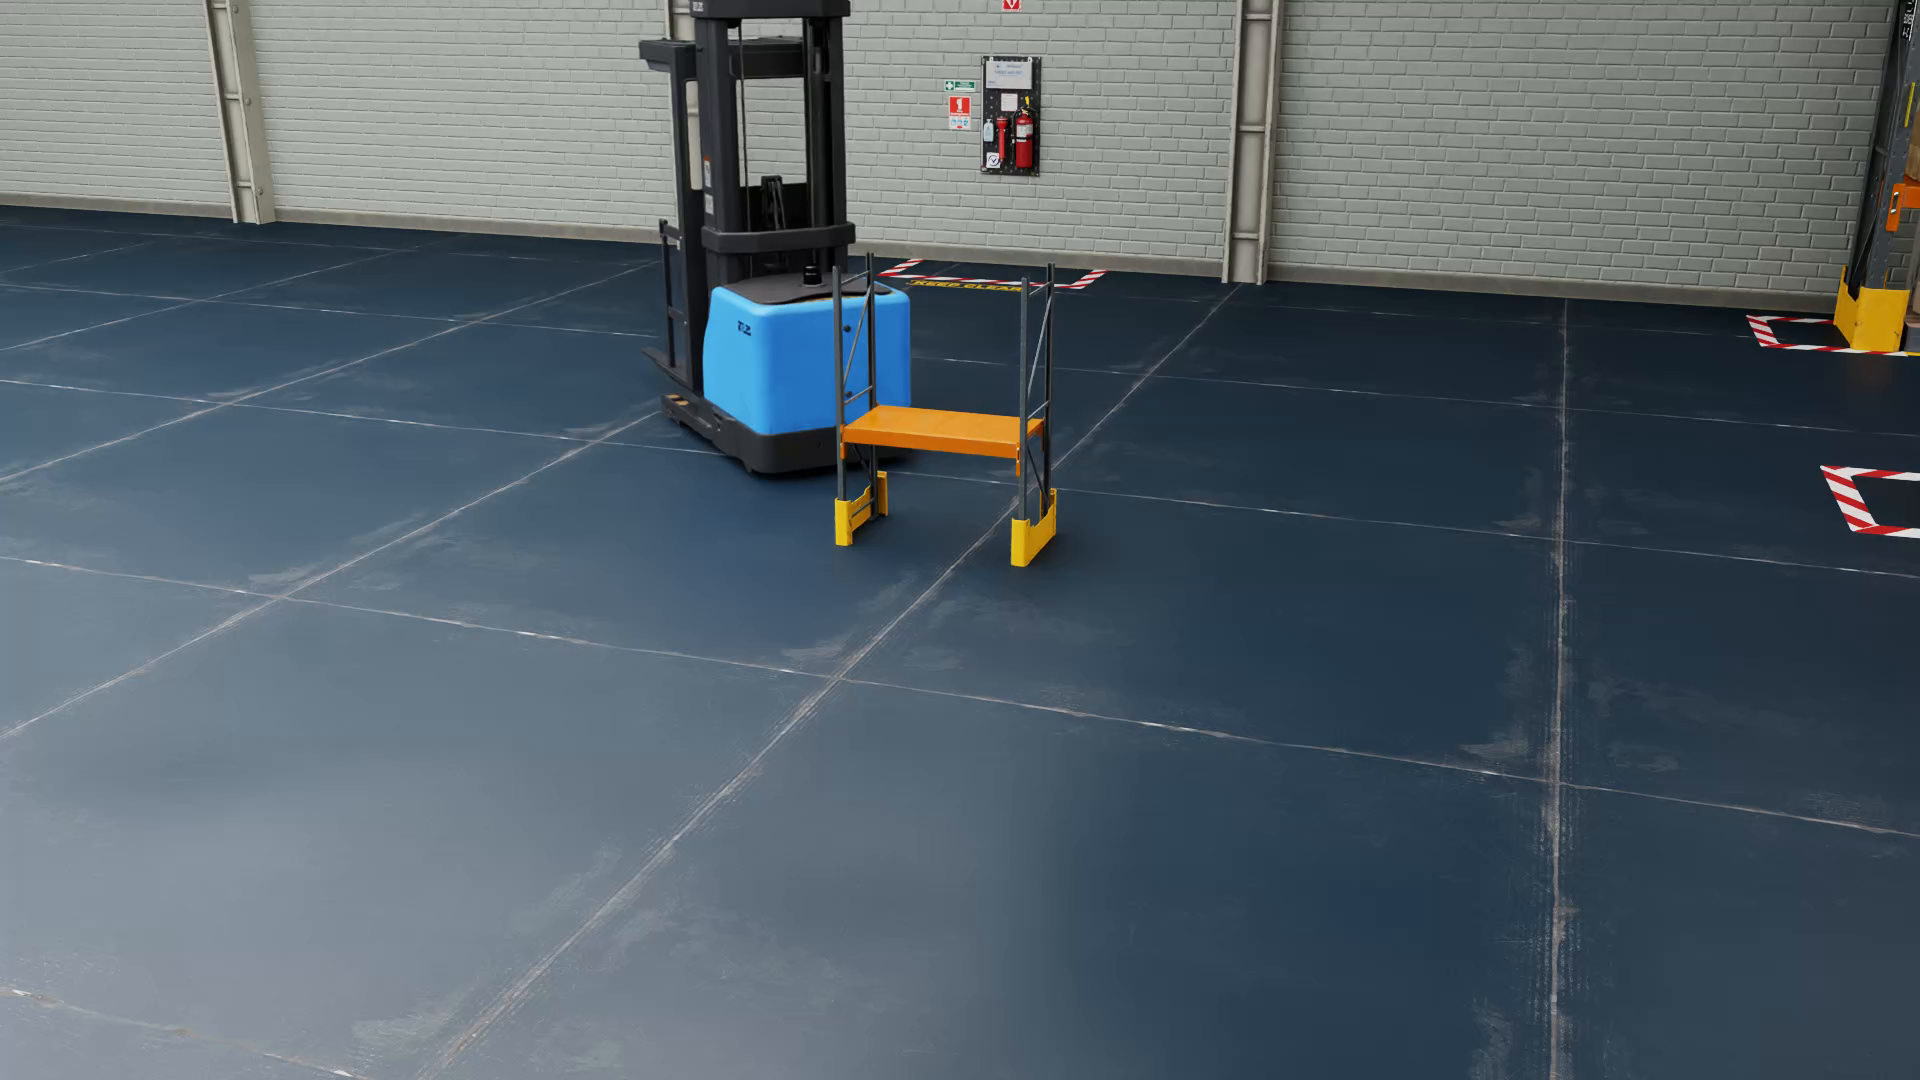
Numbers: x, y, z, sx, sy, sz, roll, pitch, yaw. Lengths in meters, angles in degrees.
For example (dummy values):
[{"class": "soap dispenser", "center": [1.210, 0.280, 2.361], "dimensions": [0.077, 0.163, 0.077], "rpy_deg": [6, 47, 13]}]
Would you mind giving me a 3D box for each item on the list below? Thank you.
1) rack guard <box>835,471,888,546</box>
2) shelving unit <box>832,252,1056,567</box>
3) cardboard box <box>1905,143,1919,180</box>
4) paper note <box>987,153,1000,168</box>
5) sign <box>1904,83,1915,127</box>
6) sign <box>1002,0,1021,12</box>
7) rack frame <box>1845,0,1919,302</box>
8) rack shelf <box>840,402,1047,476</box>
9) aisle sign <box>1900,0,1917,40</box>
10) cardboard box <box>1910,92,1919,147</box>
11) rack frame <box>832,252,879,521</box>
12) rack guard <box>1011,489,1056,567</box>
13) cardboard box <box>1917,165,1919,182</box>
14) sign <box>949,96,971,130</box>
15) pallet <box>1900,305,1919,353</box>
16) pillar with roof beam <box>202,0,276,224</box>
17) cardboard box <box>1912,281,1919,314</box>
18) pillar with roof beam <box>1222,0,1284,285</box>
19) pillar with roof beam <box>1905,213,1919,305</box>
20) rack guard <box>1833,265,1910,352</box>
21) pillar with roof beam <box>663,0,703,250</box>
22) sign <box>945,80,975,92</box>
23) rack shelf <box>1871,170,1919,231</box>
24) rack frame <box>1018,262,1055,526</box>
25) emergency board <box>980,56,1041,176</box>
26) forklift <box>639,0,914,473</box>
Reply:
[{"class": "rack guard", "center": [-0.542, -0.180, 9.213], "dimensions": [0.087, 0.250, 0.587], "rpy_deg": [7, 20, 18]}, {"class": "shelving unit", "center": [-0.072, -0.716, 8.853], "dimensions": [1.083, 1.500, 0.587], "rpy_deg": [7, 20, 18]}, {"class": "cardboard box", "center": [8.035, -3.080, 13.553], "dimensions": [0.500, 0.250, 0.500], "rpy_deg": [7, 20, 19]}, {"class": "paper note", "center": [0.341, -3.877, 16.979], "dimensions": [0.142, 0.148, 0.016], "rpy_deg": [7, 20, 18]}, {"class": "sign", "center": [7.352, -3.372, 12.877], "dimensions": [0.005, 0.325, 0.100], "rpy_deg": [7, 20, 18]}, {"class": "sign", "center": [0.511, -5.379, 16.427], "dimensions": [0.199, 0.298, 0.001], "rpy_deg": [7, 20, 18]}, {"class": "rack frame", "center": [7.530, -3.132, 13.504], "dimensions": [0.127, 3.000, 1.000], "rpy_deg": [7, 20, 18]}, {"class": "rack shelf", "center": [-0.081, -0.548, 8.915], "dimensions": [1.000, 0.185, 0.538], "rpy_deg": [7, 20, 18]}, {"class": "aisle sign", "center": [7.364, -4.274, 12.830], "dimensions": [0.004, 0.787, 0.394], "rpy_deg": [7, 20, 18]}, {"class": "cardboard box", "center": [8.045, -3.440, 13.445], "dimensions": [0.500, 0.500, 0.500], "rpy_deg": [6, 20, 17]}, {"class": "rack frame", "center": [-0.561, -0.772, 9.013], "dimensions": [0.032, 1.500, 0.500], "rpy_deg": [7, 20, 18]}, {"class": "rack guard", "center": [0.398, -0.072, 8.904], "dimensions": [0.087, 0.250, 0.587], "rpy_deg": [7, 20, 18]}, {"class": "cardboard box", "center": [7.887, -2.919, 13.091], "dimensions": [0.500, 0.250, 0.500], "rpy_deg": [6, 20, 16]}, {"class": "sign", "center": [-0.003, -4.361, 16.975], "dimensions": [0.234, 0.329, 0.001], "rpy_deg": [7, 20, 18]}, {"class": "pallet", "center": [8.358, -1.708, 13.656], "dimensions": [1.213, 0.211, 1.003], "rpy_deg": [7, 20, 18]}, {"class": "pillar with roof beam", "center": [-9.941, -6.764, 14.809], "dimensions": [0.400, 9.000, 9.100], "rpy_deg": [7, 20, 18]}, {"class": "cardboard box", "center": [8.154, -1.967, 13.579], "dimensions": [0.500, 0.311, 0.500], "rpy_deg": [4, 20, 12]}, {"class": "pillar with roof beam", "center": [1.395, -5.468, 11.090], "dimensions": [0.400, 9.000, 9.100], "rpy_deg": [7, 20, 18]}, {"class": "pillar with roof beam", "center": [7.063, -4.819, 9.231], "dimensions": [0.400, 9.000, 9.100], "rpy_deg": [7, 20, 18]}, {"class": "rack guard", "center": [7.602, -1.943, 13.892], "dimensions": [0.348, 0.500, 1.175], "rpy_deg": [7, 20, 18]}, {"class": "pillar with roof beam", "center": [-4.273, -6.116, 12.949], "dimensions": [0.400, 9.000, 9.100], "rpy_deg": [7, 20, 18]}, {"class": "sign", "center": [-0.001, -4.608, 16.878], "dimensions": [0.331, 0.109, 0.001], "rpy_deg": [7, 20, 18]}, {"class": "rack shelf", "center": [9.420, -2.576, 13.002], "dimensions": [4.000, 0.370, 1.077], "rpy_deg": [7, 20, 18]}, {"class": "rack frame", "center": [0.400, -0.663, 8.698], "dimensions": [0.032, 1.500, 0.500], "rpy_deg": [7, 20, 18]}, {"class": "emergency board", "center": [0.486, -4.252, 16.717], "dimensions": [0.643, 1.169, 0.194], "rpy_deg": [7, 20, 18]}, {"class": "forklift", "center": [-1.411, -2.226, 11.010], "dimensions": [1.130, 2.935, 3.031], "rpy_deg": [-10, 21, -25]}]
